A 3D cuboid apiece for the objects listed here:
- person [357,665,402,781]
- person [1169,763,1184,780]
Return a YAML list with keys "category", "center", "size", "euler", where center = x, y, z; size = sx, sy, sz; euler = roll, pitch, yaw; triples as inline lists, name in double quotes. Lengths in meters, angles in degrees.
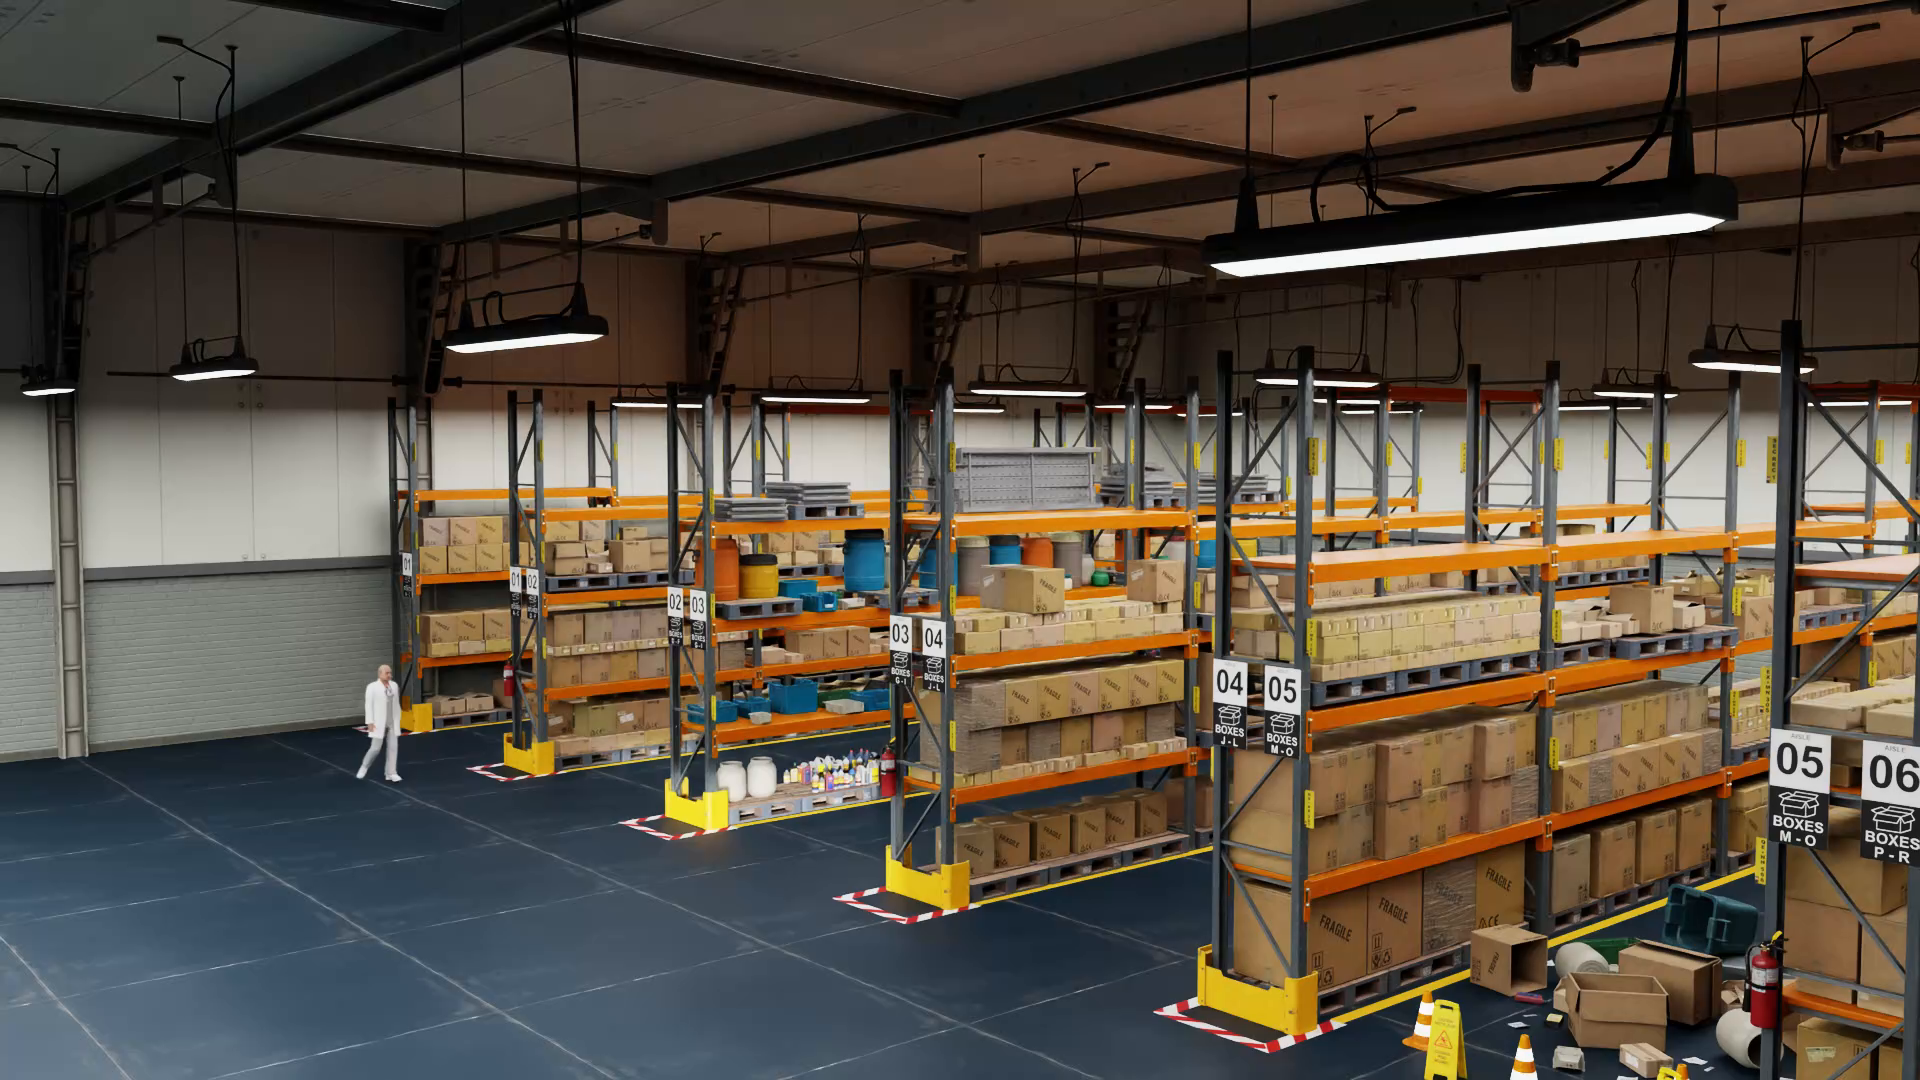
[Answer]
- category: "person"
  center: [-8.822, 2.786, 25.412]
  size: [0.720, 1.774, 0.607]
  euler: [3, 4, 37]
- category: "person"
  center: [3.141, 2.875, 24.122]
  size: [0.705, 1.794, 0.662]
  euler: [-1, 3, -12]
